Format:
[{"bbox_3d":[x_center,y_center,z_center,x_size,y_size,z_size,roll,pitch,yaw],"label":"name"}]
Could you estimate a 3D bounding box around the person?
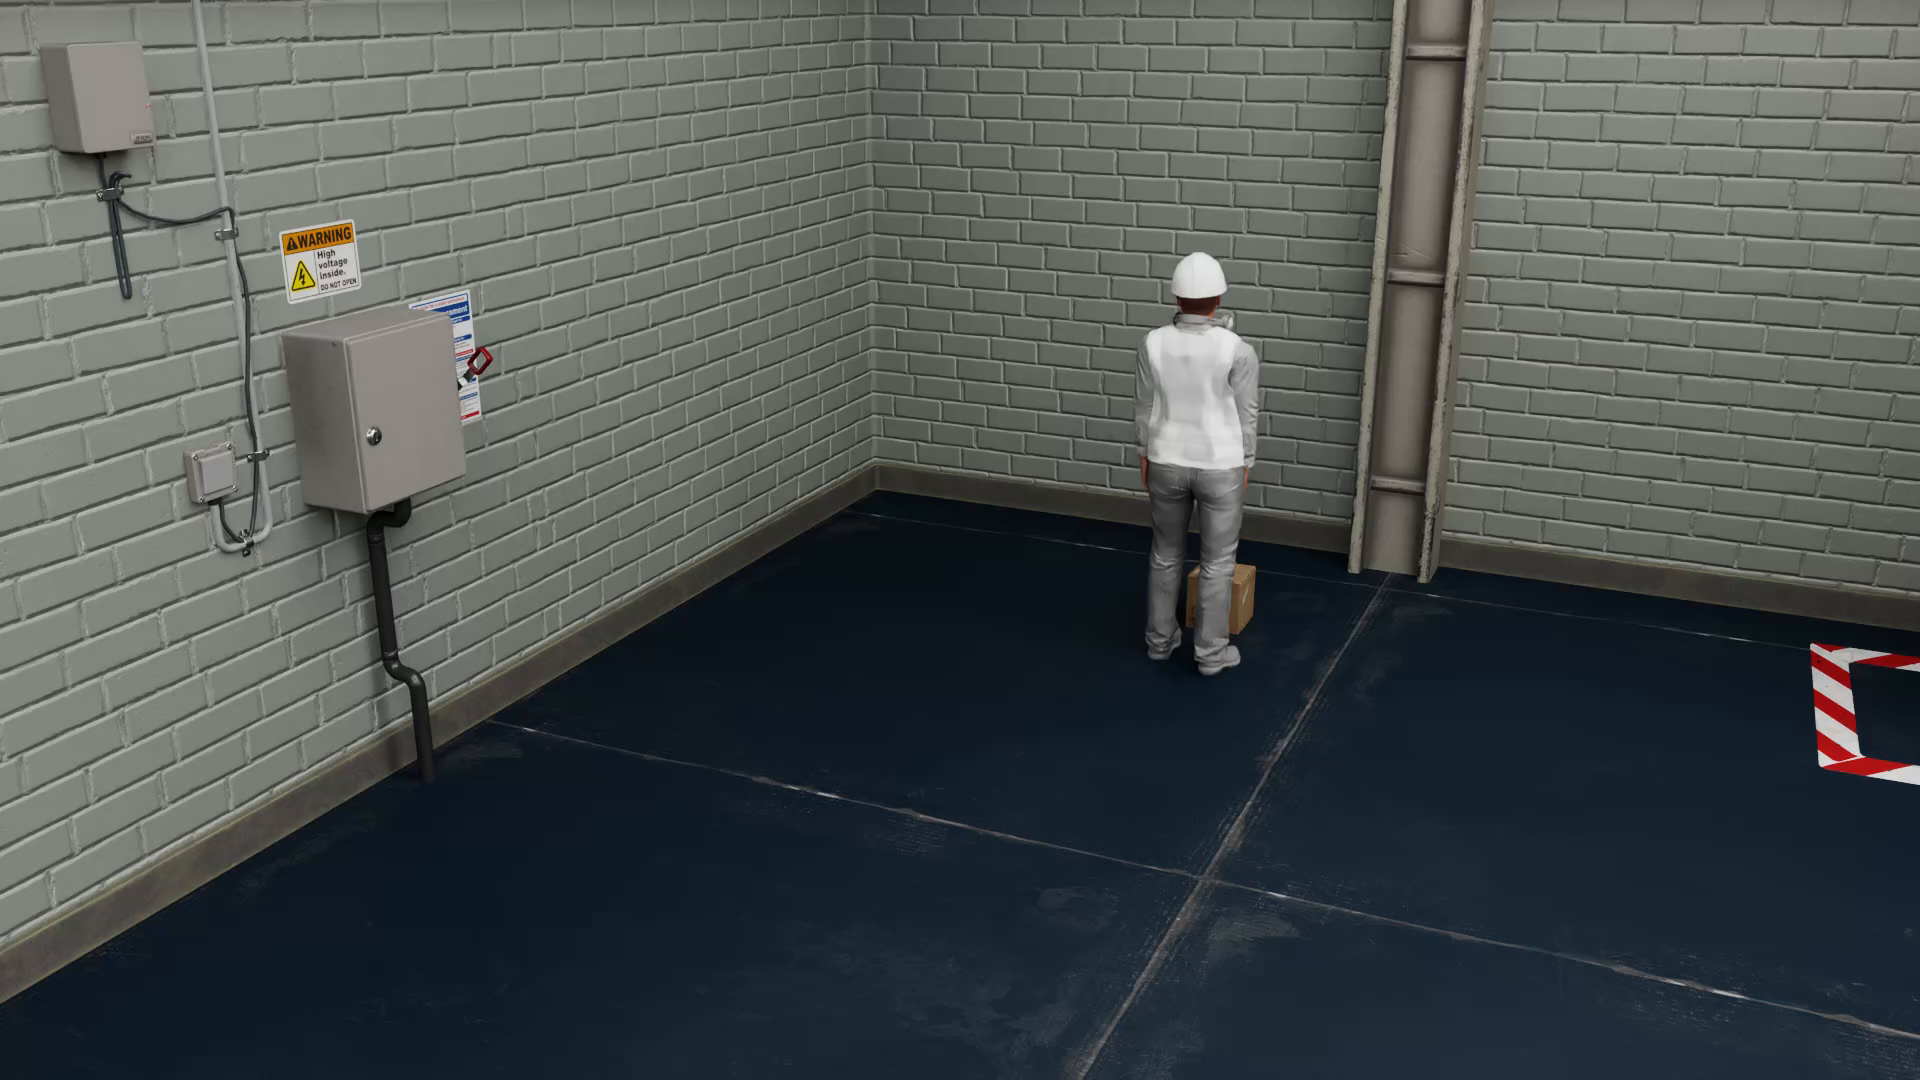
[{"bbox_3d":[0.983,-0.321,6.984,0.533,1.774,0.382,9,21,24],"label":"person"}]
